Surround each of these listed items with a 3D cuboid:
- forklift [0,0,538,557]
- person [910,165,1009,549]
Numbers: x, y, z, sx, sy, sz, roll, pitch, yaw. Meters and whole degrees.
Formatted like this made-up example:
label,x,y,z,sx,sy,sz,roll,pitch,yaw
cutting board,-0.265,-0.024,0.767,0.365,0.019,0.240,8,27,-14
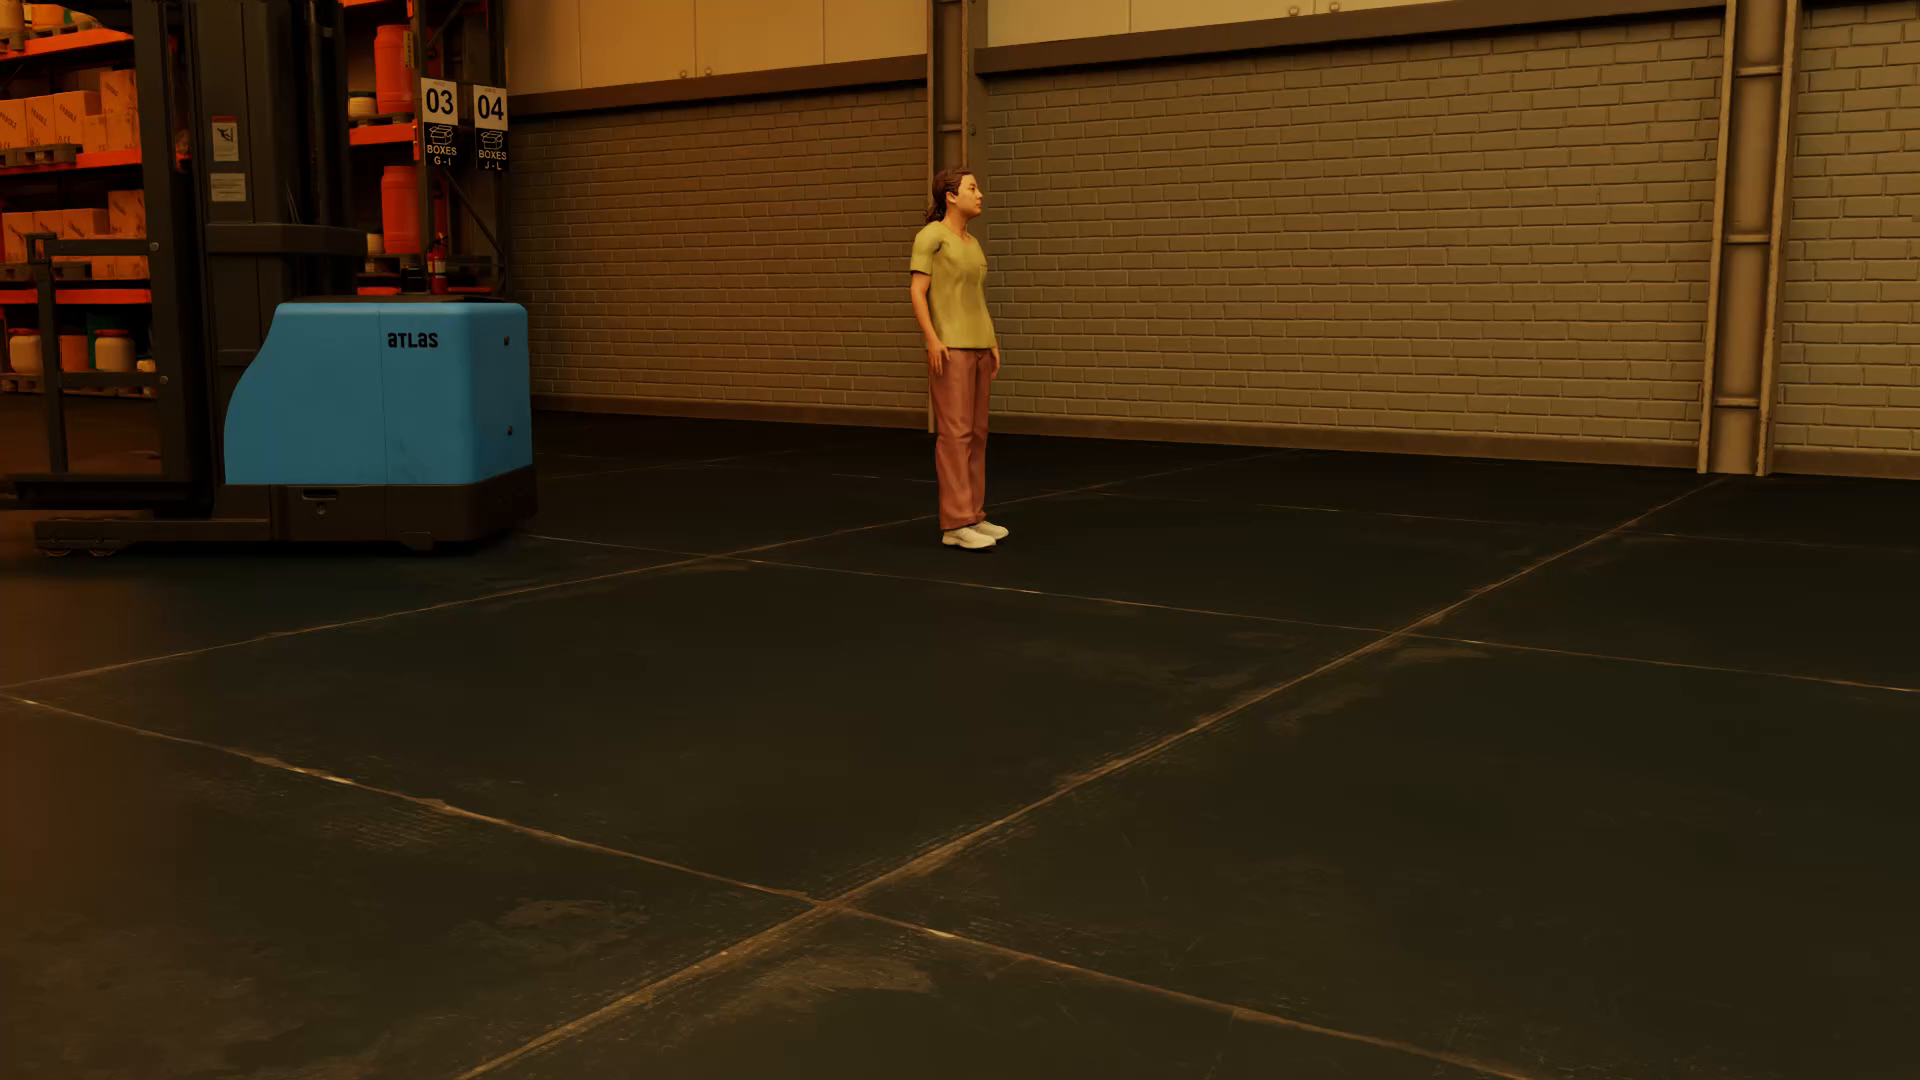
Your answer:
label,x,y,z,sx,sy,sz,roll,pitch,yaw
forklift,-3.556,-1.453,7.408,3.031,2.935,1.130,0,8,1
person,0.055,-0.830,7.434,0.548,1.673,0.553,5,10,34
